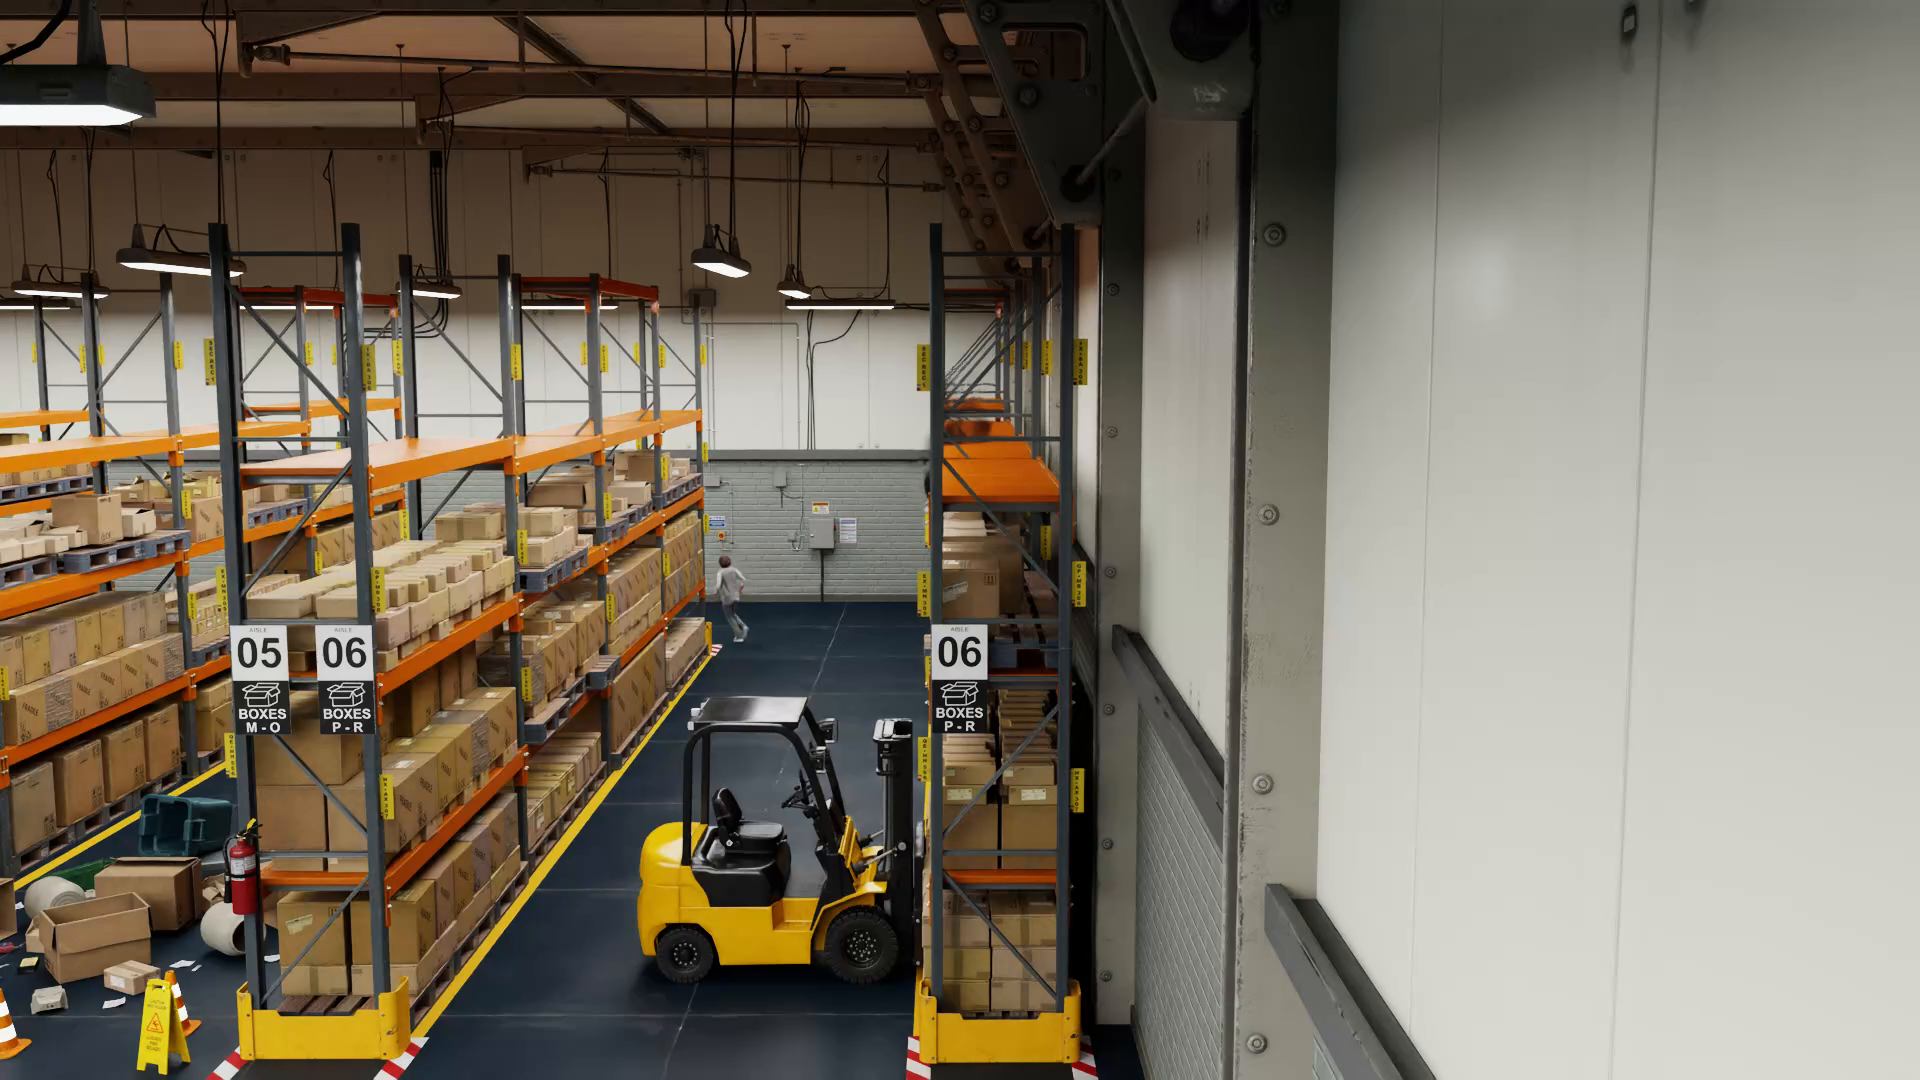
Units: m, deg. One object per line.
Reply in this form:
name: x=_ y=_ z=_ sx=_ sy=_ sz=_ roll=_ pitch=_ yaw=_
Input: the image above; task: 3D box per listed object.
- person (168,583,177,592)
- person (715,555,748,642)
person: x=-11.573 y=1.477 z=24.583 sx=0.608 sy=1.711 sz=0.672 roll=1 pitch=7 yaw=5
person: x=-4.036 y=1.021 z=28.978 sx=0.485 sy=1.543 sz=0.586 roll=6 pitch=9 yaw=42
